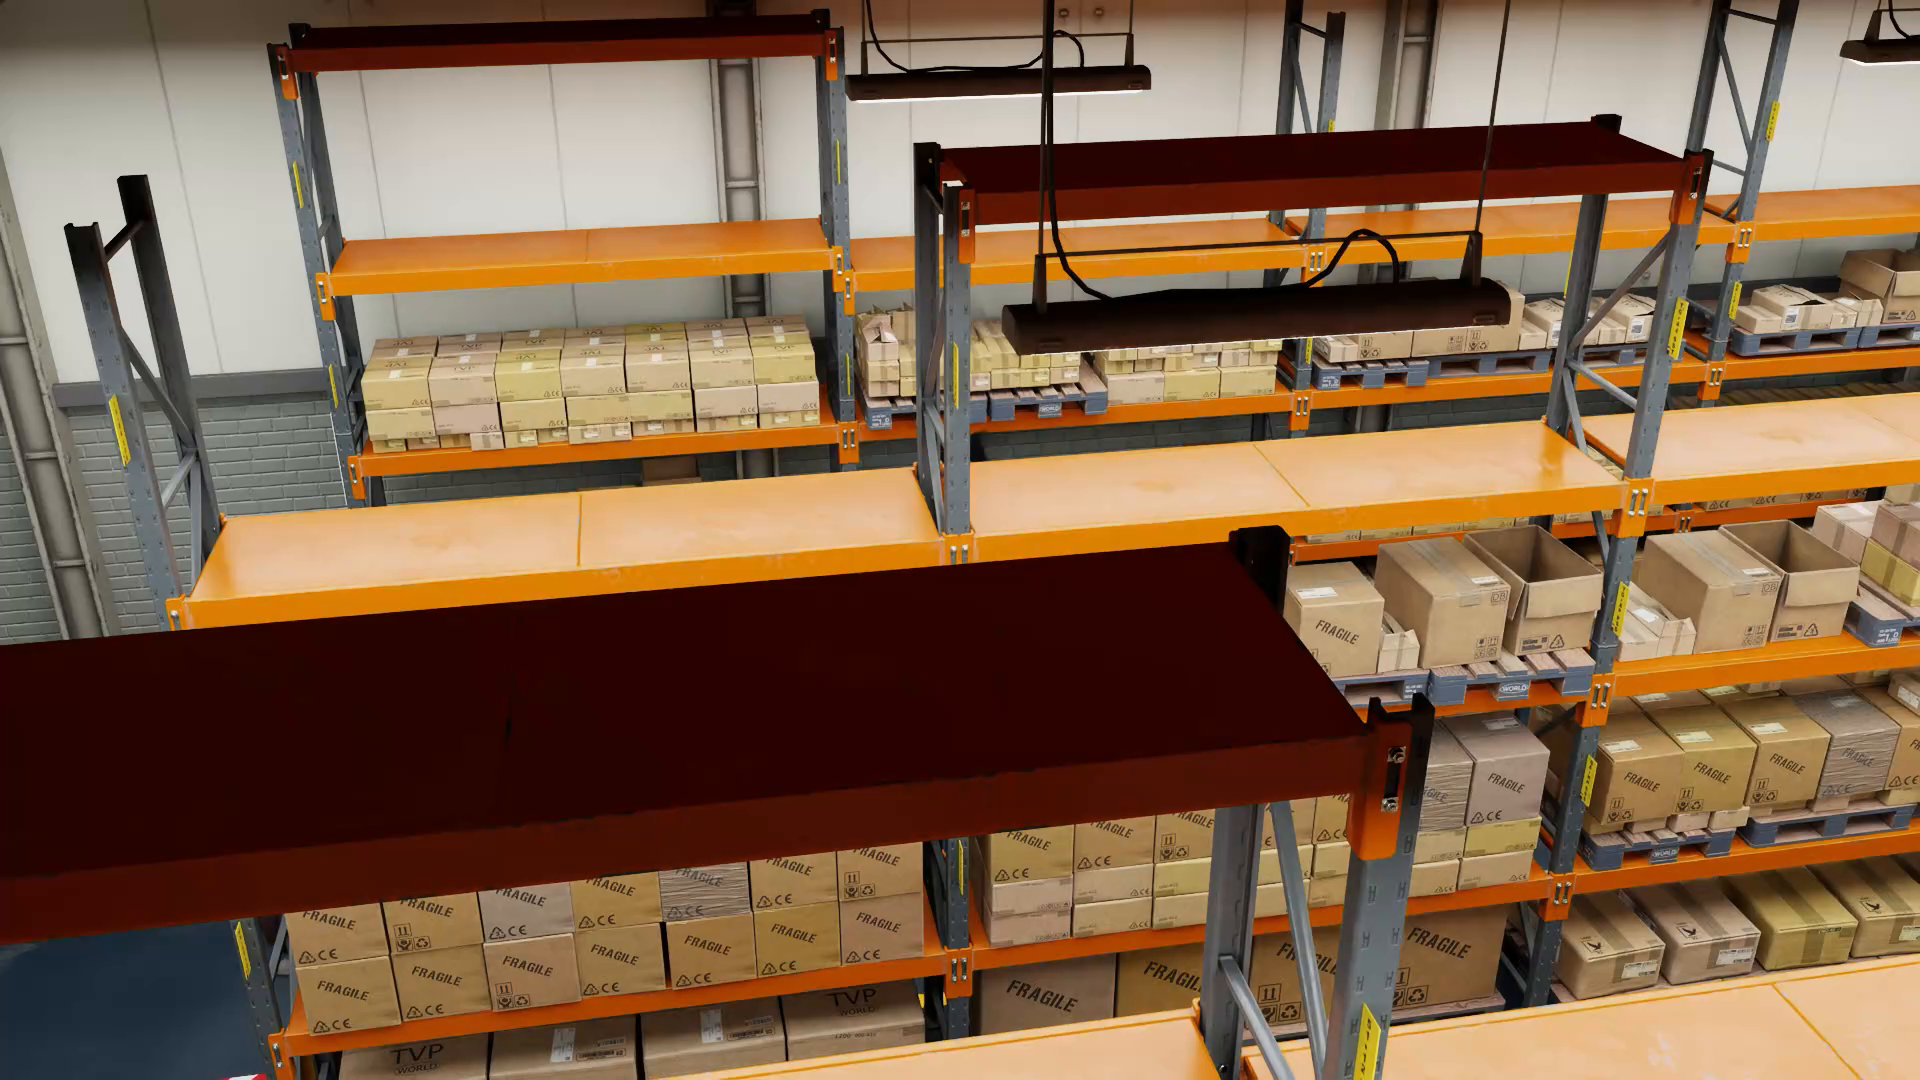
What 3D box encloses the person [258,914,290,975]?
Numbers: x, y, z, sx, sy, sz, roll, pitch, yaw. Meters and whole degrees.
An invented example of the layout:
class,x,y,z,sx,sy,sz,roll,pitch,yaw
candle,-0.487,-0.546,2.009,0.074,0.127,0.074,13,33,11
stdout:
class,x,y,z,sx,sy,sz,roll,pitch,yaw
person,-4.693,2.403,11.391,0.536,1.697,0.768,-16,30,-30
